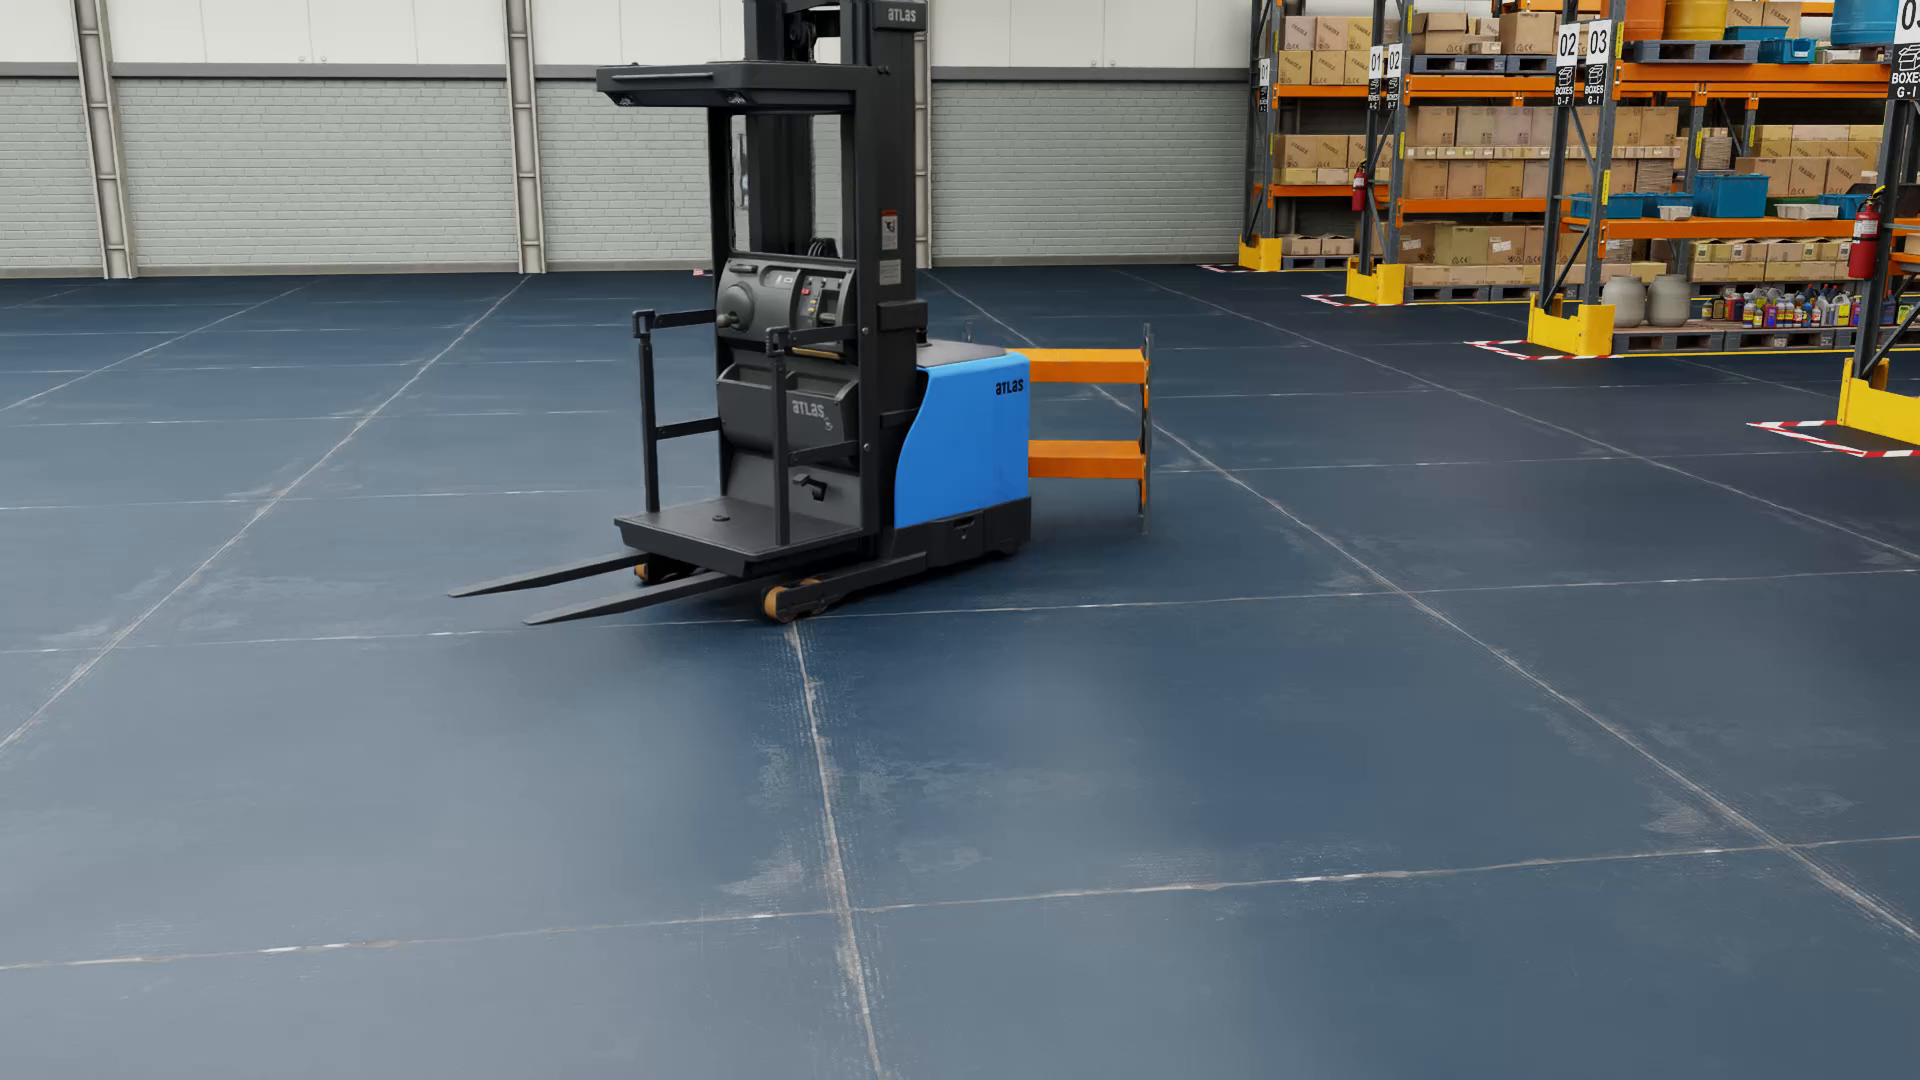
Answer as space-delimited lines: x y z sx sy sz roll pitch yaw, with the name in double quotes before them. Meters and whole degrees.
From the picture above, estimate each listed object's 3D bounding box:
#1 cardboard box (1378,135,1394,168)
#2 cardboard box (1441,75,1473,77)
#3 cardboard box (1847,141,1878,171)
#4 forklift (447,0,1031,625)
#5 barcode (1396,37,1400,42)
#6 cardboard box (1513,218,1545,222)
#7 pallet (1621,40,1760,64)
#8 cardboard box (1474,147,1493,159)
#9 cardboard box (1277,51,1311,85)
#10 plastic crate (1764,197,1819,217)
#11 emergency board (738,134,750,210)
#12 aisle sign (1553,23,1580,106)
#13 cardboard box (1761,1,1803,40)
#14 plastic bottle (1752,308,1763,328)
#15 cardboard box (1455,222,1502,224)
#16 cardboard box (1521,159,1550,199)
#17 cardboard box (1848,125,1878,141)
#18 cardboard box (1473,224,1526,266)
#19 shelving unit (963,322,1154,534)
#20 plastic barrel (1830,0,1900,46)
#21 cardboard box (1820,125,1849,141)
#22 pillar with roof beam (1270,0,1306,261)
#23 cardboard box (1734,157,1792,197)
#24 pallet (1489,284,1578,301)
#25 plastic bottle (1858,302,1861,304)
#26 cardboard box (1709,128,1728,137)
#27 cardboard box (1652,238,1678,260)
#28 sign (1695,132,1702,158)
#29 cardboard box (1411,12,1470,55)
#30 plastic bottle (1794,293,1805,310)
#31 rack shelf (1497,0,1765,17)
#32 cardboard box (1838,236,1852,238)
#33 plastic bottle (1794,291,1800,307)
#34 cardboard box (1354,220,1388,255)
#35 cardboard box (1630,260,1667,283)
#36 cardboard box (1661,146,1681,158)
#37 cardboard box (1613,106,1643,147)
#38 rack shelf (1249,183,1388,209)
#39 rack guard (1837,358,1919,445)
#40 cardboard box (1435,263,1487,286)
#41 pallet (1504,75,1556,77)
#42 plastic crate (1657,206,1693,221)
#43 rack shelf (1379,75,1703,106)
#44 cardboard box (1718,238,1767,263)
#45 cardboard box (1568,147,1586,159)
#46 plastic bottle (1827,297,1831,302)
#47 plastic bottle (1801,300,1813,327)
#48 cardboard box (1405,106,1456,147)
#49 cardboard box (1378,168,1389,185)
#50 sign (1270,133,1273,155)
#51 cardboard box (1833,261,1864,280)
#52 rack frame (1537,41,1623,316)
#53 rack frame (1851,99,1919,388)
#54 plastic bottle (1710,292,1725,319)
"cardboard box" 6.729 -6.096 26.090 0.500 0.500 0.500 -2 14 -7
"cardboard box" 7.692 -7.361 25.995 0.500 0.500 0.500 -3 14 -13
"cardboard box" 14.654 -6.300 27.318 0.500 0.500 0.500 -2 14 -7
"forklift" -0.994 -1.180 7.901 1.130 2.935 3.031 13 19 42
"barcode" 5.669 -6.468 21.488 0.075 0.075 0.001 -2 14 -8
"cardboard box" 9.382 -4.973 27.119 0.500 0.500 0.700 -2 14 -6
"pallet" 7.010 -4.783 16.349 1.213 0.211 1.003 -2 14 -8
"cardboard box" 6.620 -4.958 21.286 0.250 0.149 0.380 -2 14 -9
"cardboard box" 5.069 -7.261 25.597 0.500 0.500 0.500 -2 14 -7
"plastic crate" 8.748 -3.474 17.344 0.662 0.188 0.450 -2 14 -8
"emergency board" -3.118 -5.732 25.911 0.643 1.169 0.194 -2 14 -8
"aisle sign" 6.062 -4.743 16.624 0.004 0.787 0.394 -2 14 -8
"cardboard box" 10.574 -6.739 21.662 0.500 0.500 0.500 -1 14 -3
"plastic bottle" 8.119 -2.264 16.931 0.097 0.201 0.097 0 14 0
"cardboard box" 6.915 -3.969 22.131 0.500 0.500 0.500 -2 14 -8
"cardboard box" 7.437 -4.724 21.686 0.500 0.500 0.700 -2 14 -7
"cardboard box" 14.628 -6.666 27.234 0.500 0.250 0.500 -2 14 -9
"cardboard box" 6.993 -3.844 21.632 0.500 0.500 0.500 -2 14 -8
"shelving unit" 0.551 -0.645 9.483 1.048 1.125 0.538 1 14 3
"plastic barrel" 9.132 -5.450 16.726 0.708 0.901 0.600 -2 14 -8
"cardboard box" 14.124 -6.646 27.155 0.500 0.250 0.500 -2 14 -8
"pillar with roof beam" 5.906 -7.904 22.240 0.400 9.000 9.100 -2 14 -8
"cardboard box" 10.681 -4.841 22.154 0.500 0.500 0.500 -1 14 -4
"pallet" 7.397 -3.334 22.080 1.213 0.211 1.003 -2 14 -8
"plastic bottle" 9.349 -2.387 17.115 0.185 0.351 0.144 -3 14 -11
"cardboard box" 12.275 -6.643 27.101 0.250 0.149 0.380 -4 15 -16
"cardboard box" 9.756 -3.975 22.544 0.500 0.311 0.500 -2 14 -8
"sign" 9.482 -5.075 21.348 0.005 0.325 0.100 -2 14 -8
"cardboard box" 6.012 -6.401 21.051 0.637 0.503 0.797 -1 14 -4
"plastic bottle" 8.946 -2.498 17.719 0.097 0.271 0.097 0 14 0
"rack shelf" 10.634 -8.381 26.441 4.000 0.370 1.077 -2 14 -8
"cardboard box" 12.274 -4.067 22.910 0.500 0.311 0.500 -2 14 -10
"plastic bottle" 8.916 -2.522 17.791 0.133 0.283 0.061 -1 14 -6
"cardboard box" 6.695 -4.836 26.572 0.500 0.500 0.700 -3 14 -12
"cardboard box" 8.972 -3.550 22.002 0.500 0.250 0.500 -2 14 -8
"cardboard box" 9.161 -5.052 21.659 0.250 0.149 0.380 -2 14 -8
"cardboard box" 8.461 -5.391 21.681 0.500 0.500 0.700 -2 14 -8
"rack shelf" 6.679 -5.520 26.544 4.000 0.370 1.077 -2 14 -8
"rack guard" 6.990 -1.012 12.230 0.348 0.500 1.175 -2 14 -8
"cardboard box" 6.500 -3.460 21.640 0.500 0.250 0.500 -2 14 -8
"pallet" 9.283 -7.302 26.391 1.003 0.211 1.213 -2 14 -8
"plastic crate" 7.110 -3.240 16.518 0.250 0.136 0.298 -2 14 -8
"rack shelf" 7.420 -5.783 21.429 4.000 0.370 1.077 -2 14 -8
"cardboard box" 10.340 -3.864 22.098 0.500 0.311 0.500 -2 14 -9
"cardboard box" 7.905 -5.006 21.477 0.250 0.149 0.380 -2 14 -7
"plastic bottle" 8.989 -2.366 17.171 0.133 0.283 0.061 -2 14 -8
"plastic bottle" 8.655 -2.317 17.000 0.097 0.271 0.097 0 14 0
"cardboard box" 5.959 -5.298 21.310 0.500 0.500 0.700 -2 14 -8
"cardboard box" 6.747 -5.732 26.177 0.500 0.250 0.500 -2 14 -8
"sign" 4.782 -6.086 25.542 0.005 0.325 0.100 -2 14 -8
"cardboard box" 11.863 -3.650 22.399 0.500 0.250 0.500 -2 14 -7
"rack frame" 6.177 -3.413 16.666 0.127 3.000 1.000 -2 14 -8
"rack frame" 6.915 -2.222 11.915 0.127 3.000 1.000 -2 14 -8
"plastic bottle" 8.041 -2.490 17.663 0.133 0.283 0.061 -2 14 -7
